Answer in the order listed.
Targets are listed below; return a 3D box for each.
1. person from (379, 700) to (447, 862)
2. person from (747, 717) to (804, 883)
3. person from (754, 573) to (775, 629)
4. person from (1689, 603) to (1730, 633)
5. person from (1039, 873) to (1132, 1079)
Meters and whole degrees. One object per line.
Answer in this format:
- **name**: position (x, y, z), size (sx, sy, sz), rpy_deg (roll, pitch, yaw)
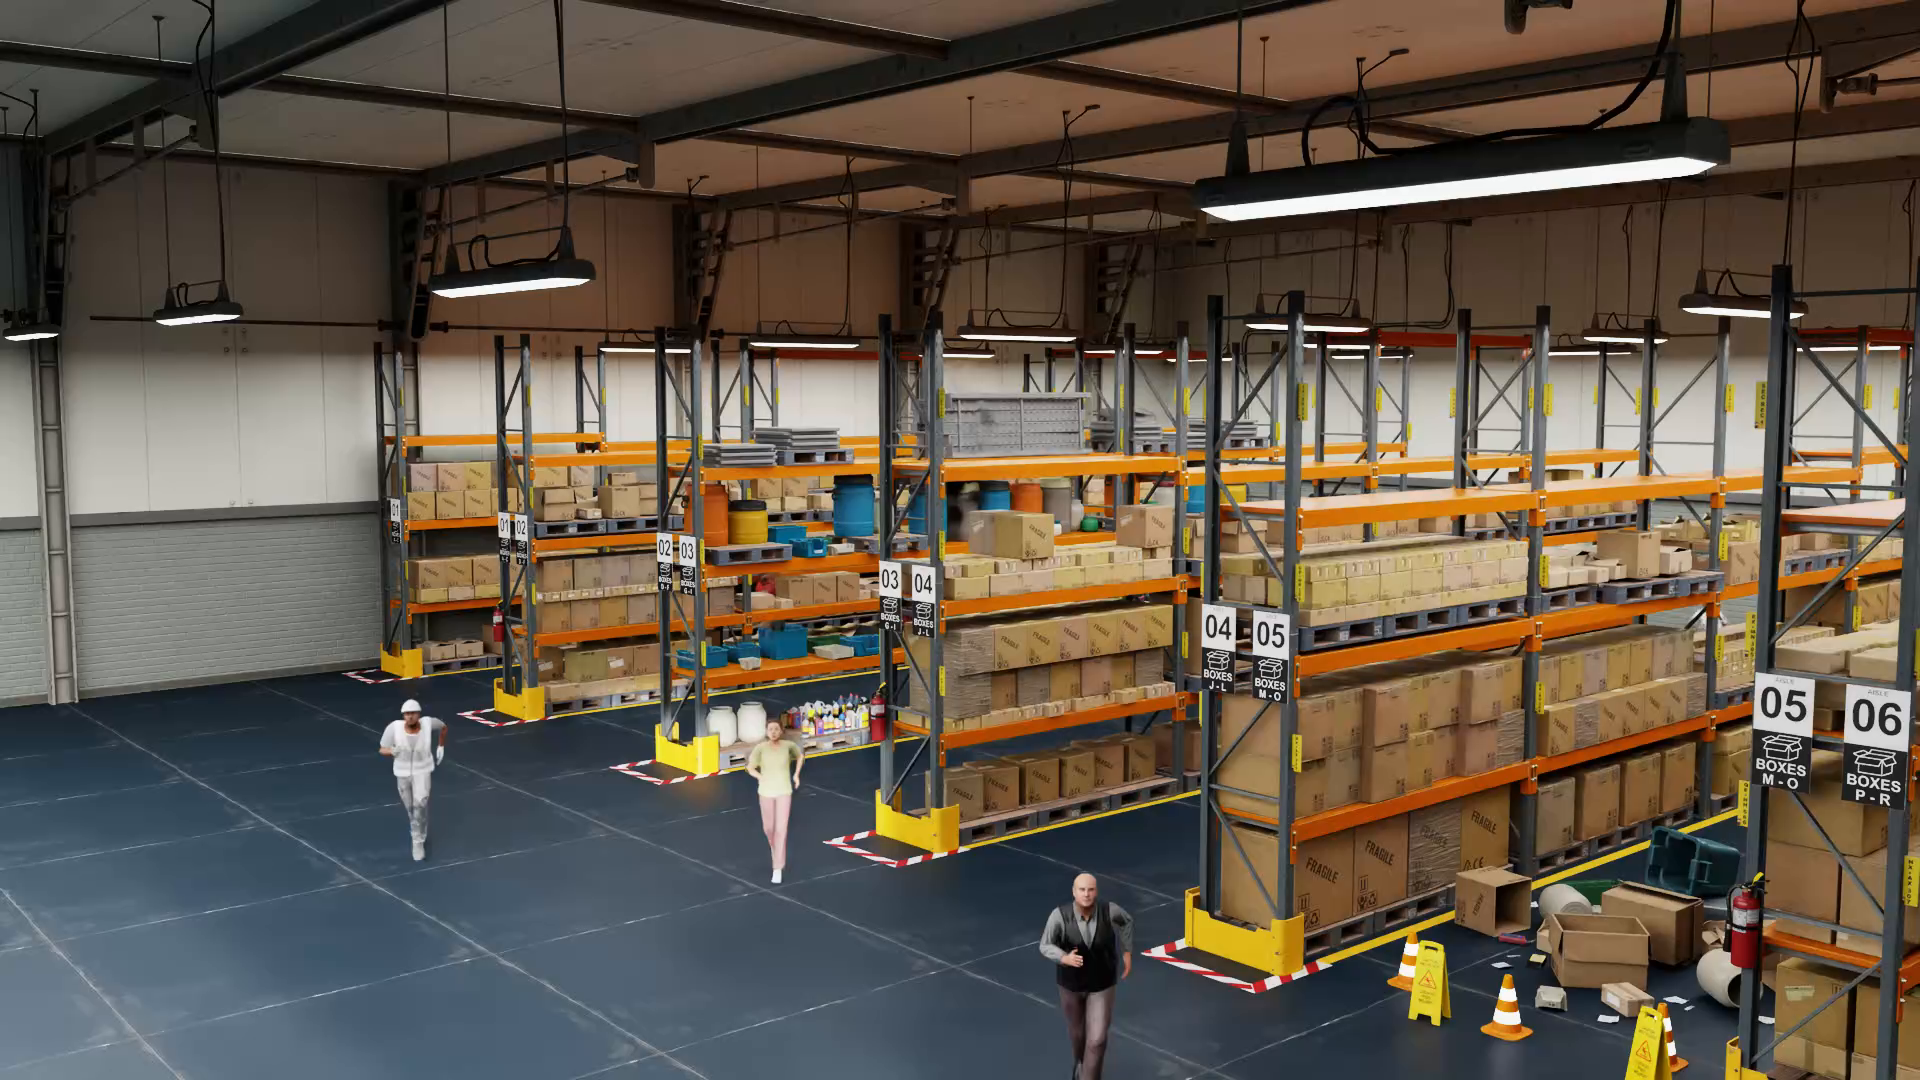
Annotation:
- **person**: position (-6.063, 2.617, 18.483), size (0.670, 1.784, 0.969), rpy_deg (-1, 5, -9)
- **person**: position (-1.968, 2.707, 17.673), size (0.590, 1.663, 0.977), rpy_deg (0, 5, -1)
- **person**: position (-3.686, 1.428, 31.610), size (0.642, 1.787, 0.762), rpy_deg (5, 7, 44)
- **person**: position (12.851, 1.770, 28.453), size (0.671, 1.620, 0.833), rpy_deg (0, 5, 1)
- **person**: position (0.905, 3.230, 11.964), size (0.678, 1.767, 0.901), rpy_deg (0, 5, 2)
